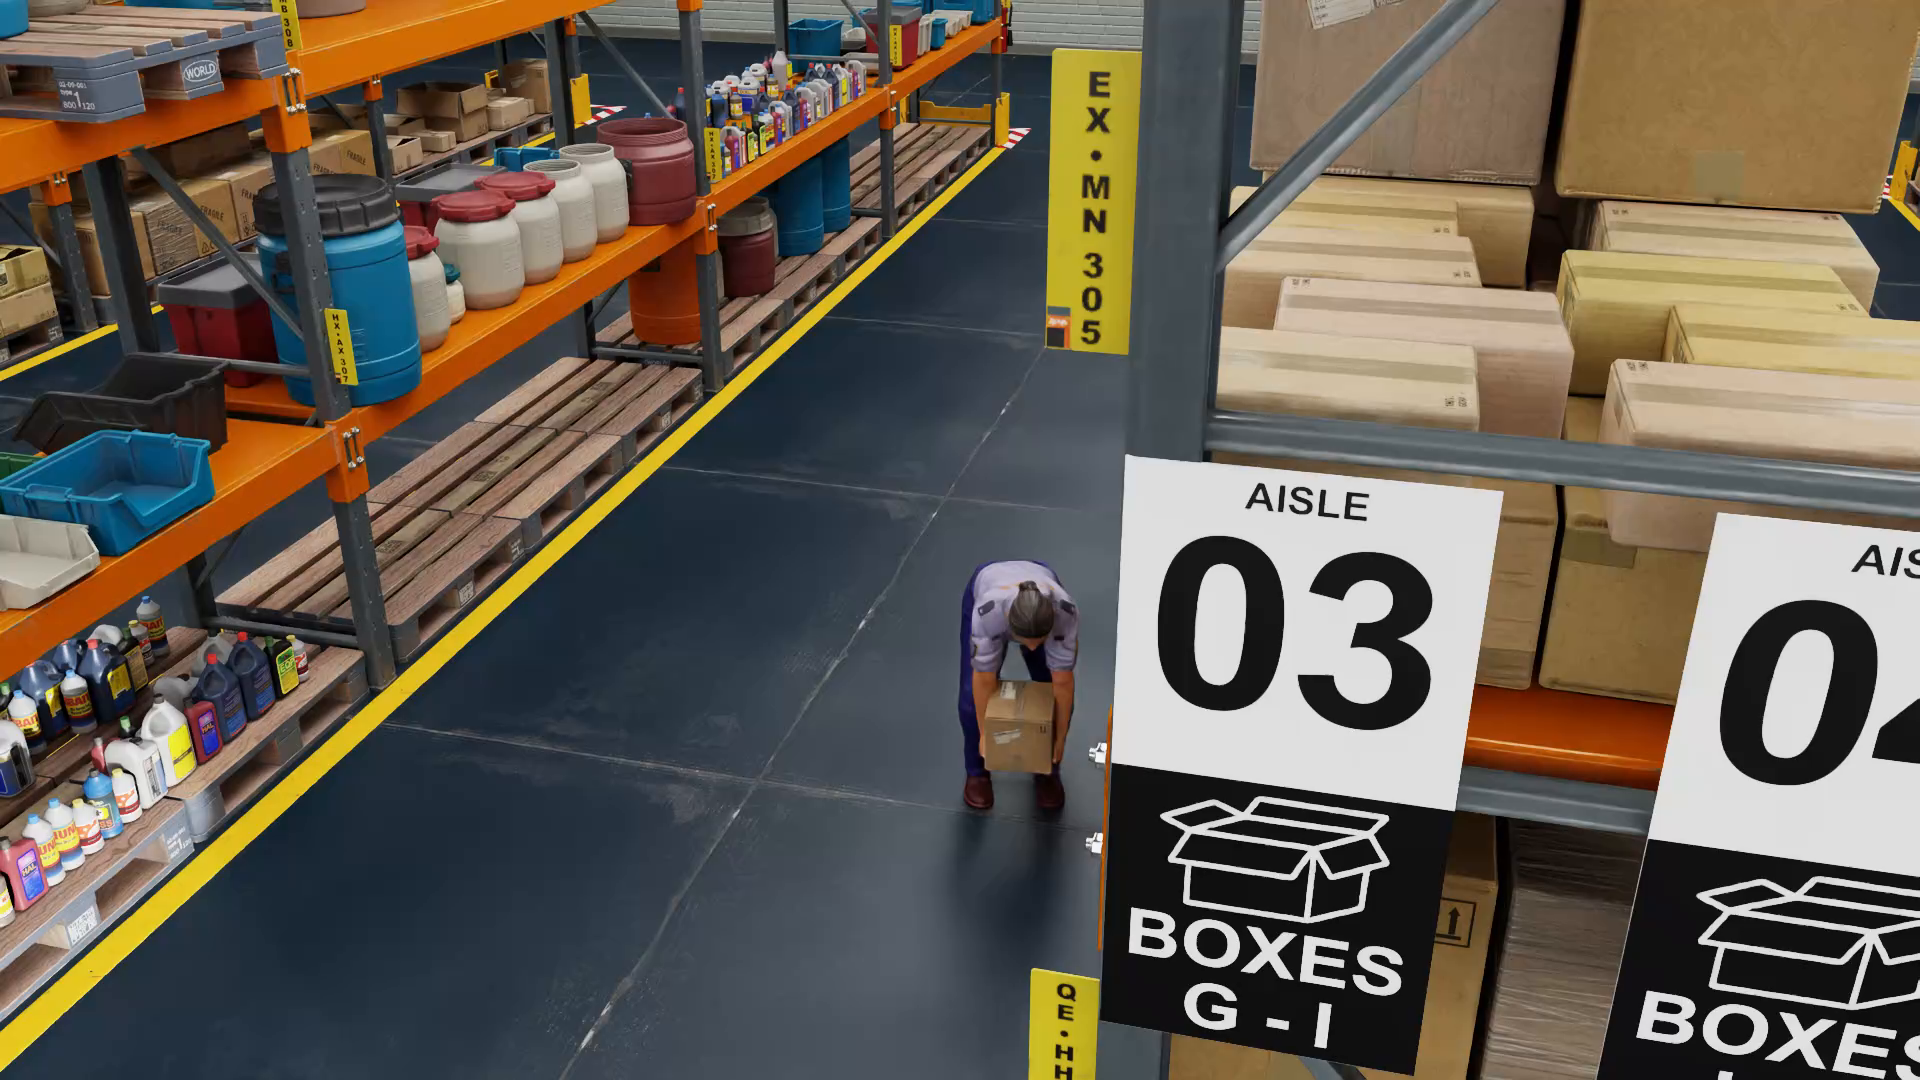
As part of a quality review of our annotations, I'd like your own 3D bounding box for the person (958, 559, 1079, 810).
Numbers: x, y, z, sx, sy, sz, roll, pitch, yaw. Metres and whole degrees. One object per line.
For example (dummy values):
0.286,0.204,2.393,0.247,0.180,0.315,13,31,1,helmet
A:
0.230,0.584,6.441,0.464,1.190,0.874,-1,26,-3,person
